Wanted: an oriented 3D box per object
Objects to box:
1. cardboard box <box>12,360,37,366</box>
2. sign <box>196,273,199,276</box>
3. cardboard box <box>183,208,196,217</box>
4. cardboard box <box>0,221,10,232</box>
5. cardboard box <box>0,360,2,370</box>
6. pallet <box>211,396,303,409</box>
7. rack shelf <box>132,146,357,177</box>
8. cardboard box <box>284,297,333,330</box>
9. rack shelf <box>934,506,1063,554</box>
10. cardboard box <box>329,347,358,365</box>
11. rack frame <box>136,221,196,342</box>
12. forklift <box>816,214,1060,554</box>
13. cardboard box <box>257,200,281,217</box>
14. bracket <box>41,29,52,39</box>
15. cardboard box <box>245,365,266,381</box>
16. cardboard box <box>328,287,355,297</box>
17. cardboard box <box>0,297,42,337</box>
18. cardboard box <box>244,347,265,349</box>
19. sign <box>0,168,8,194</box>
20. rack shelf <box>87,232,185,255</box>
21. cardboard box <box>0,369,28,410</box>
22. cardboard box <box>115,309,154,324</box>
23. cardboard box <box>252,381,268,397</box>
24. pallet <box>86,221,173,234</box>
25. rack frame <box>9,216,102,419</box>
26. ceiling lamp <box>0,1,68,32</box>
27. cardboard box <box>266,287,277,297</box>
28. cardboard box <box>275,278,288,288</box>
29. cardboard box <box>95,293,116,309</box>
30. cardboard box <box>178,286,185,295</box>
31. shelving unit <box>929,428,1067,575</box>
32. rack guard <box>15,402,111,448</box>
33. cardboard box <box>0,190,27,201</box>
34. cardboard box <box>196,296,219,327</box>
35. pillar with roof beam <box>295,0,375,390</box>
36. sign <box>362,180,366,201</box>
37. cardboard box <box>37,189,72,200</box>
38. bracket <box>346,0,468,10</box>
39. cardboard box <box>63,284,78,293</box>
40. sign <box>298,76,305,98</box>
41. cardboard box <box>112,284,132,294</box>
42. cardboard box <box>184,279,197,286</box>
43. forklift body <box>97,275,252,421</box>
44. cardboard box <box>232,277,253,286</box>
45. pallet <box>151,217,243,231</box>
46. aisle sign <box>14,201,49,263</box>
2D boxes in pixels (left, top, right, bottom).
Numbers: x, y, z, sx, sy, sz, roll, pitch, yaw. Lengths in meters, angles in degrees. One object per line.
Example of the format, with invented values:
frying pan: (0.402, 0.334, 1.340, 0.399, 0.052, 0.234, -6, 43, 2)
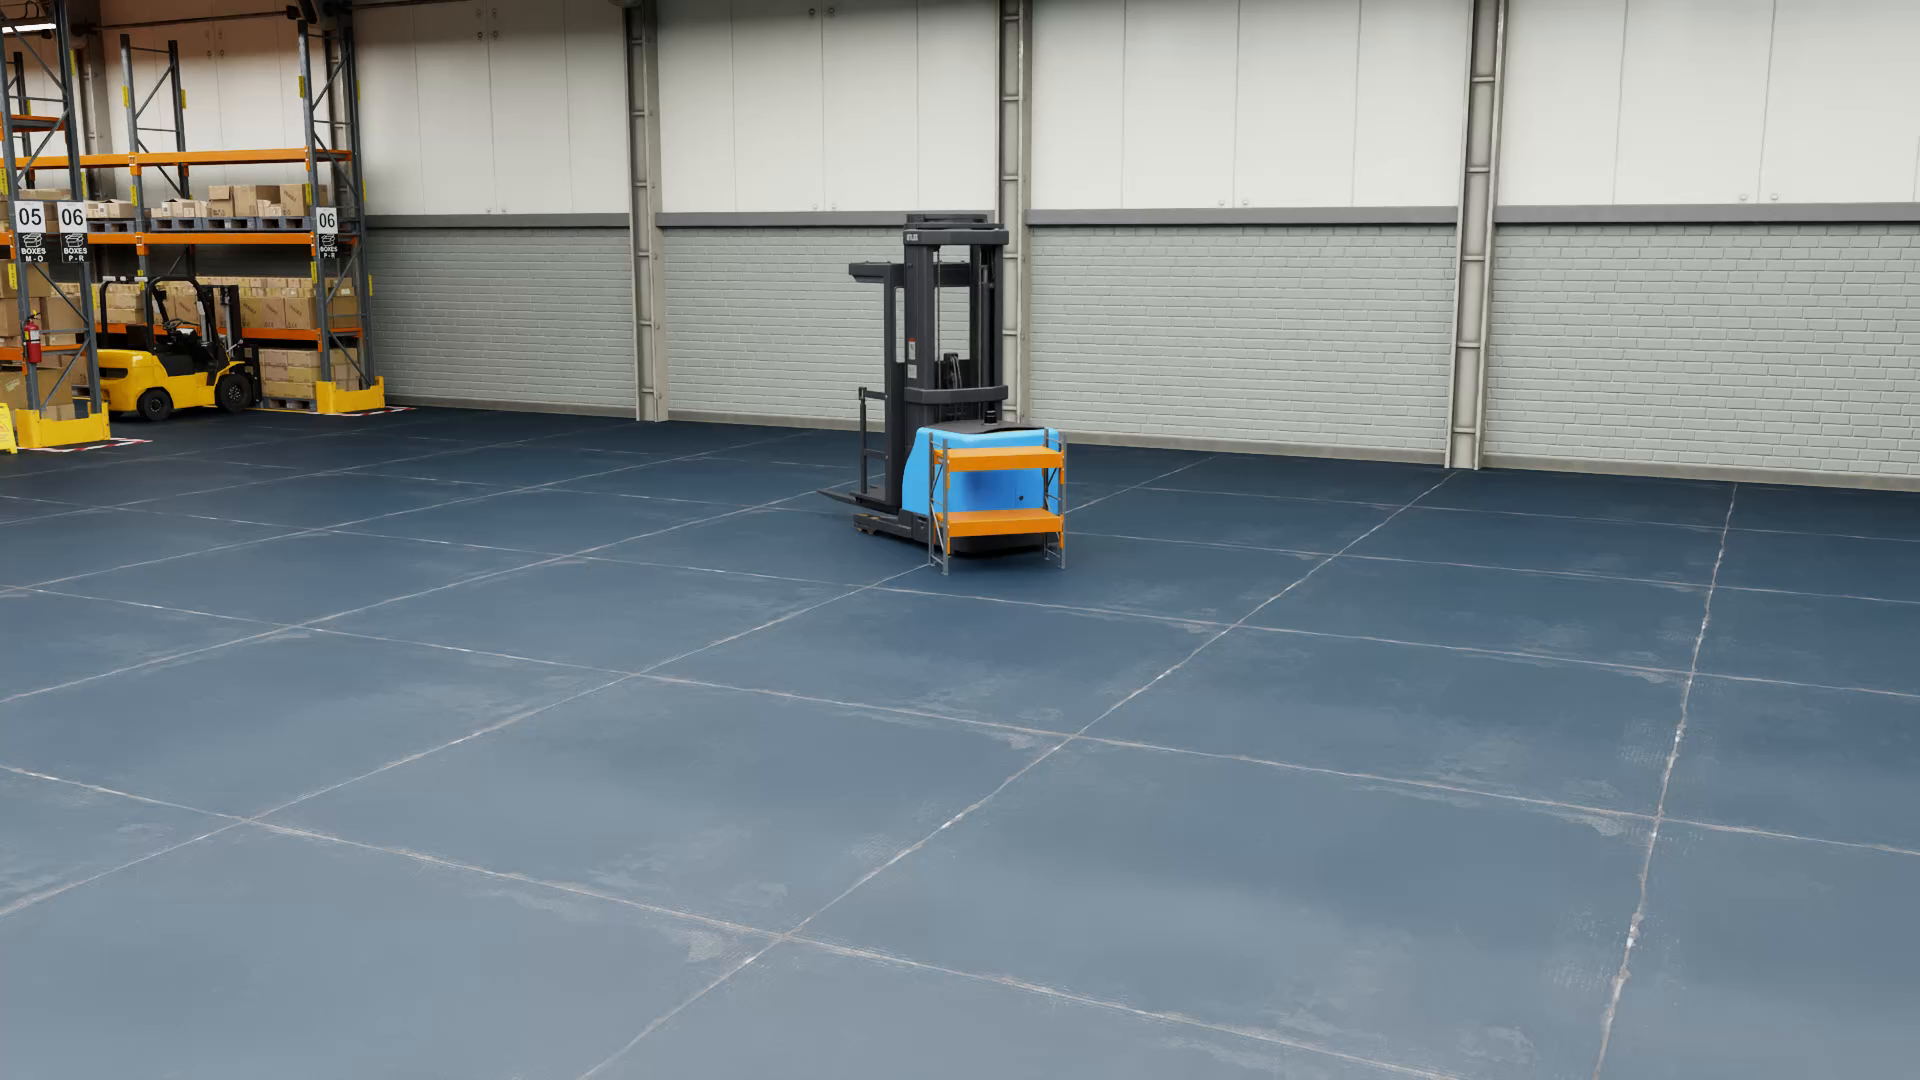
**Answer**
cardboard box: (-16.453, -3.193, 29.939, 0.625, 0.625, 0.875, 5, 12, 28)
sign: (-13.175, -4.445, 28.713, 0.005, 0.325, 0.100, 5, 11, 26)
cardboard box: (-12.462, -5.355, 27.217, 0.250, 0.149, 0.380, 5, 12, 28)
cardboard box: (-12.468, -4.119, 21.847, 0.250, 0.149, 0.380, 5, 11, 26)
cardboard box: (-13.217, -2.364, 22.485, 0.250, 0.149, 0.380, 5, 12, 27)
pallet: (-11.626, -2.354, 27.642, 1.213, 0.211, 1.003, 5, 11, 26)
rack shelf: (-11.625, -6.135, 27.001, 4.000, 0.370, 1.077, 5, 11, 26)
cardboard box: (-10.389, -3.622, 26.539, 0.500, 0.500, 0.500, 5, 11, 25)
rack shelf: (0.308, -0.090, 13.944, 1.000, 0.278, 0.538, -3, 11, -16)
cardboard box: (-10.179, -2.990, 27.060, 0.500, 0.250, 0.500, 5, 11, 25)
rack frame: (-13.419, -3.891, 28.306, 0.127, 3.000, 1.000, 5, 11, 26)
forklift: (-0.344, -1.535, 15.484, 1.130, 2.935, 3.031, -7, 12, -33)
cardboard box: (-10.937, -5.278, 26.467, 0.258, 0.266, 0.396, 5, 11, 26)
bracket: (-15.967, -8.947, 29.288, 0.430, 0.232, 0.235, 5, 11, 26)
cardboard box: (-11.324, -2.742, 27.098, 0.500, 0.250, 0.500, 5, 11, 25)
cardboard box: (-10.021, -4.012, 26.875, 0.250, 0.149, 0.380, 5, 11, 24)
cardboard box: (-12.633, -2.977, 22.141, 0.500, 0.500, 0.500, 5, 11, 25)
cardboard box: (-11.751, -3.026, 27.264, 0.500, 0.250, 0.500, 5, 11, 25)
sign: (-12.288, -4.607, 21.356, 0.005, 0.325, 0.100, 5, 11, 26)
rack shelf: (-15.213, -5.171, 28.974, 4.000, 0.370, 1.077, 5, 11, 26)
cardboard box: (-12.859, -2.027, 22.442, 0.500, 0.500, 0.500, 5, 11, 26)
cardboard box: (-13.987, -3.815, 28.308, 0.500, 0.250, 0.500, 5, 12, 27)
cardboard box: (-11.279, -2.498, 27.149, 0.500, 0.250, 0.500, 5, 11, 26)
pallet: (-14.216, -5.340, 28.429, 1.217, 0.209, 0.805, 5, 11, 24)
rack frame: (-12.025, -2.783, 22.183, 0.127, 3.000, 1.000, 5, 11, 26)
ceiling lamp: (-14.267, -9.353, 25.253, 2.000, 3.185, 0.800, 5, 11, 26)
cardboard box: (-10.932, -3.994, 26.772, 0.250, 0.149, 0.380, 5, 11, 25)
cardboard box: (-10.728, -4.116, 26.612, 0.250, 0.149, 0.380, 5, 12, 27)
cardboard box: (-14.437, -4.100, 28.481, 0.500, 0.250, 0.500, 5, 11, 24)
cardboard box: (-12.771, -4.156, 27.669, 0.250, 0.149, 0.380, 5, 11, 26)
shelving unit: (0.308, -0.331, 13.900, 1.048, 1.125, 0.538, -3, 11, -16)
rack guard: (-12.093, -1.559, 22.439, 0.348, 0.500, 1.175, 5, 11, 26)
cardboard box: (-12.459, -4.507, 21.754, 0.250, 0.149, 0.380, 5, 11, 26)
cardboard box: (-12.208, -3.785, 27.442, 0.500, 0.500, 0.500, 5, 11, 25)
pillar with roof beam: (-11.962, -6.039, 23.330, 0.548, 9.000, 9.100, 5, 11, 26)
sign: (-9.581, -5.609, 26.700, 0.005, 0.325, 0.100, 5, 11, 26)
cardboard box: (-15.551, -5.811, 28.752, 0.500, 0.500, 0.500, 5, 12, 27)
bracket: (-7.517, -8.204, 25.185, 4.783, 0.066, 0.076, 5, 11, 26)
cardboard box: (-15.255, -4.355, 28.770, 0.250, 0.149, 0.380, 5, 11, 24)
sign: (-10.085, -6.941, 25.468, 0.005, 0.325, 0.100, 5, 11, 26)
cardboard box: (-14.259, -4.296, 28.442, 0.250, 0.149, 0.380, 5, 11, 26)
cardboard box: (-12.572, -4.272, 27.473, 0.250, 0.149, 0.380, 5, 12, 27)
forklift body: (-12.340, -3.016, 25.856, 1.214, 2.155, 2.313, 5, 11, 26)
cardboard box: (-11.624, -4.205, 27.104, 0.250, 0.149, 0.380, 5, 11, 27)
pallet: (-12.643, -5.260, 27.699, 1.213, 0.211, 1.003, 5, 11, 26)
aisle sign: (-12.097, -4.011, 21.669, 0.004, 0.787, 0.394, 5, 11, 26)
